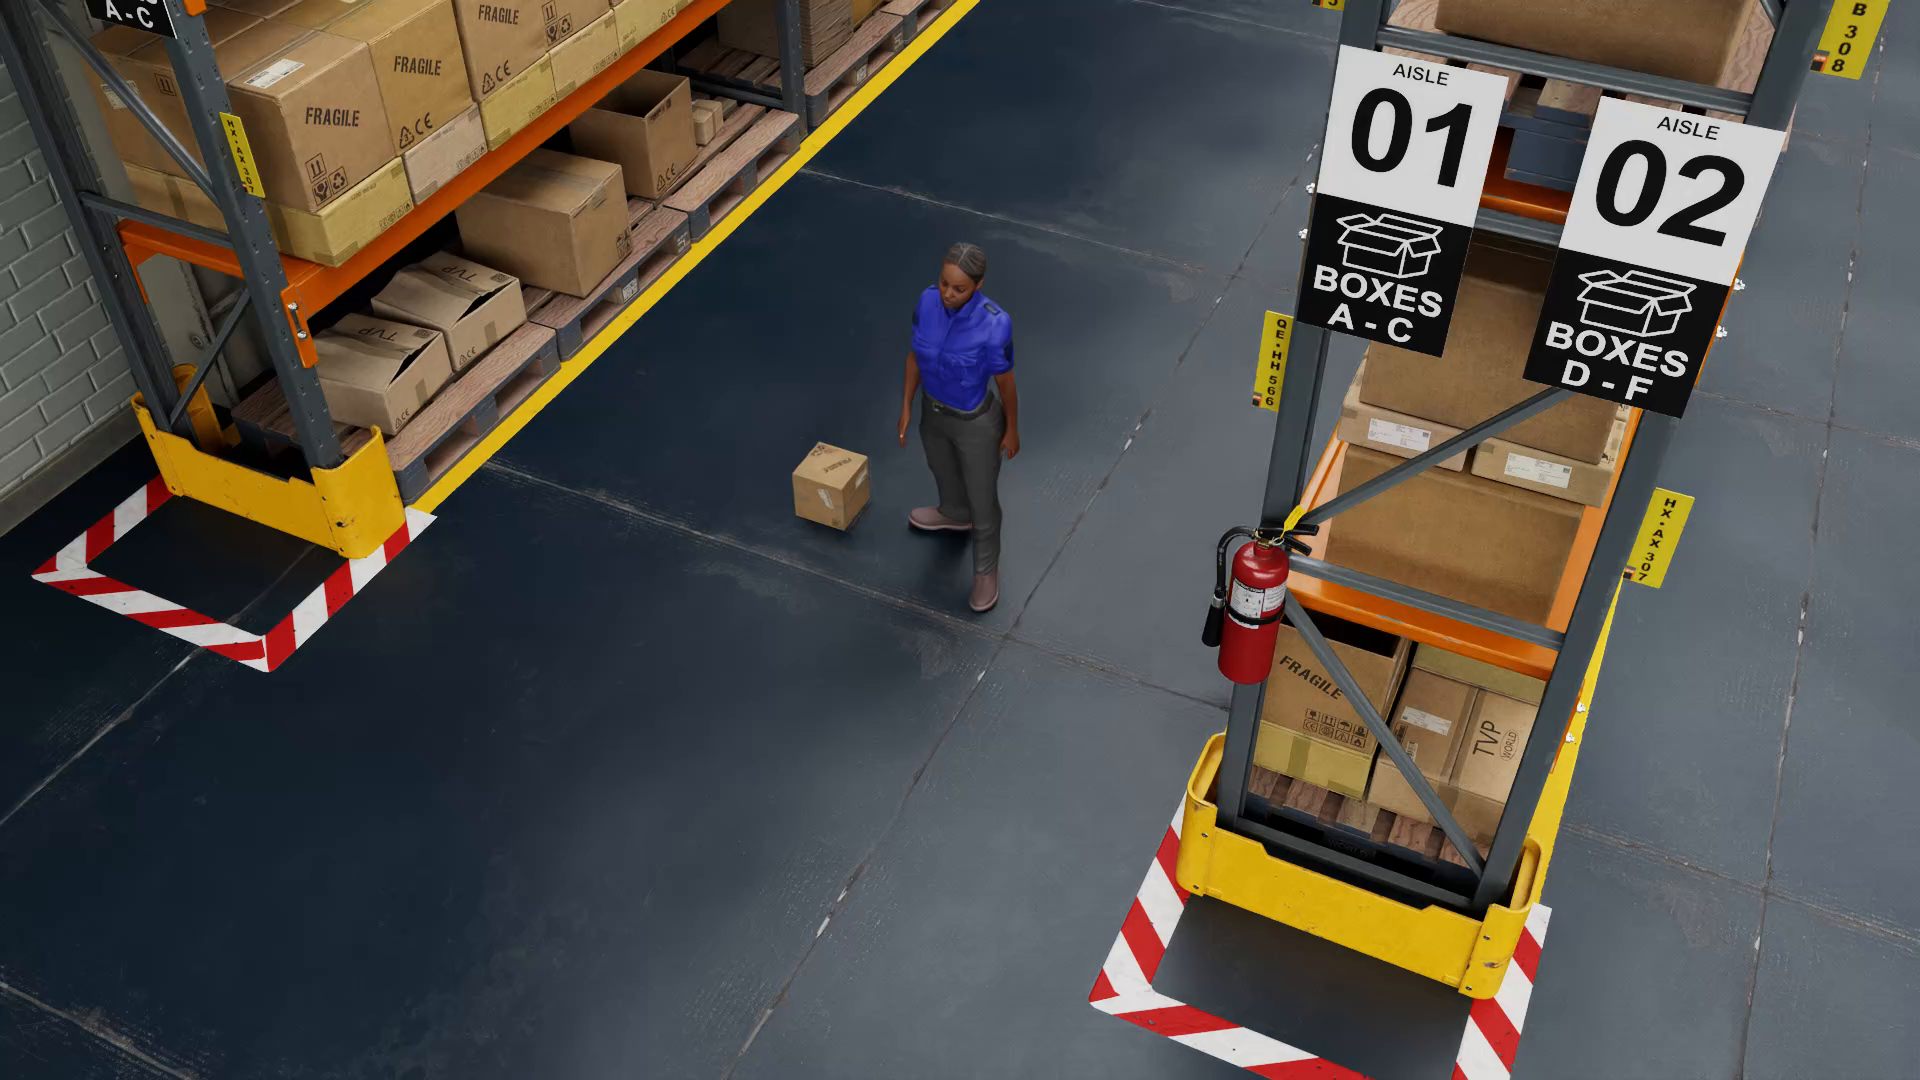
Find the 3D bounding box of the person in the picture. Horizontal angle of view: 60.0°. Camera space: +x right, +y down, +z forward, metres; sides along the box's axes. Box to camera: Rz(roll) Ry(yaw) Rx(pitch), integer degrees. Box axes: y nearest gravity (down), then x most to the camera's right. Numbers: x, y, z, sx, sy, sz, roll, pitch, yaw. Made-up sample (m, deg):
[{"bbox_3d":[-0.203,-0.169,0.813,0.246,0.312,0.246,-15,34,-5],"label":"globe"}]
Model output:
[{"bbox_3d":[-0.021,-0.527,6.736,0.640,1.663,0.440,30,50,29],"label":"person"}]
